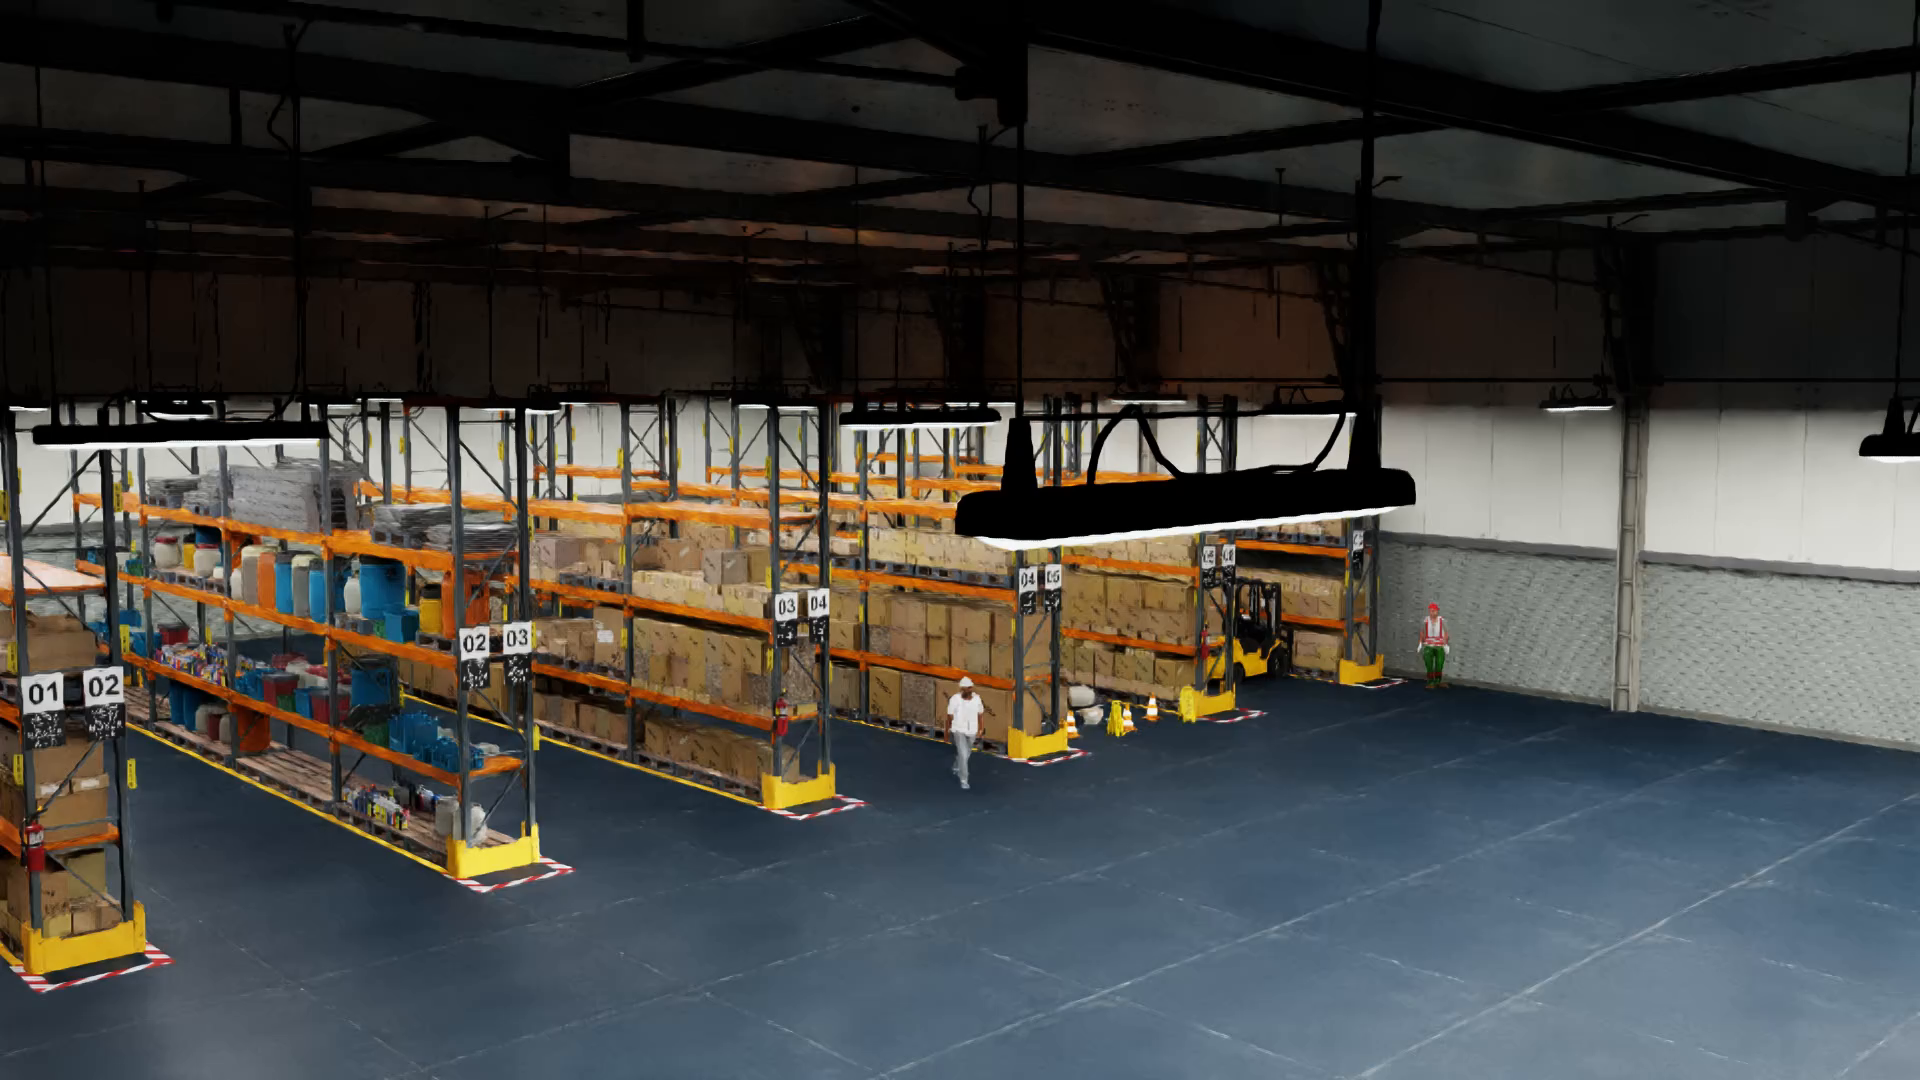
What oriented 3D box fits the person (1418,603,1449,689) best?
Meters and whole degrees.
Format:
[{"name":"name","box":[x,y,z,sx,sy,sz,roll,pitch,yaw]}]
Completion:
[{"name":"person","box":[9.718,2.161,34.094,0.642,1.780,0.542,2,6,17]}]

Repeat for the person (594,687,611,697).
[{"name":"person","box":[-6.832,2.469,32.046,0.416,1.525,1.034,-5,8,-44]}]

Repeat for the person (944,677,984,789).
[{"name":"person","box":[0.075,2.970,25.933,0.603,1.728,0.939,-3,6,-27]}]
